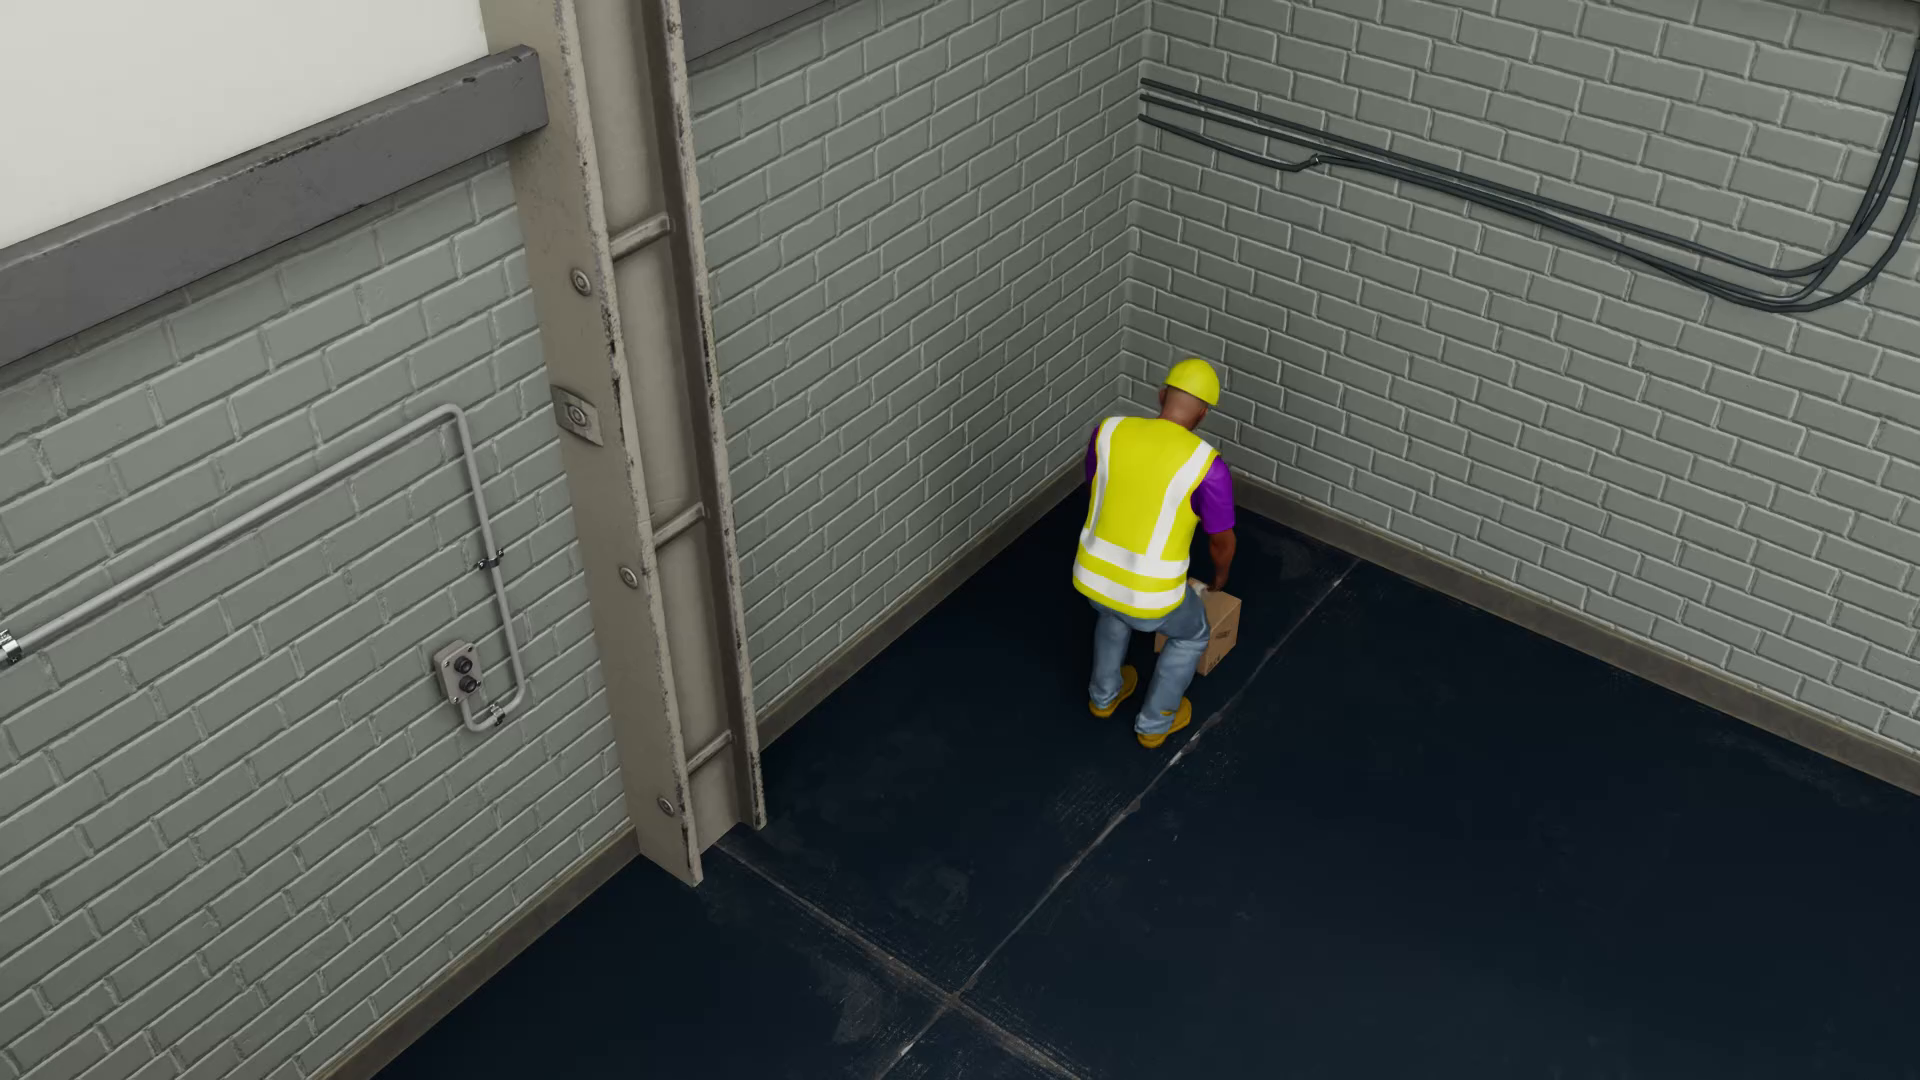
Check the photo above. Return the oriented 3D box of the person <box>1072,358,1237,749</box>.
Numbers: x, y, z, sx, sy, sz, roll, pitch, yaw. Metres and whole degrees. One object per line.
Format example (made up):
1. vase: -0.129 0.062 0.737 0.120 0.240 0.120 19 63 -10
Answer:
1. person: 0.703 0.066 6.253 0.627 1.517 0.687 26 45 29
